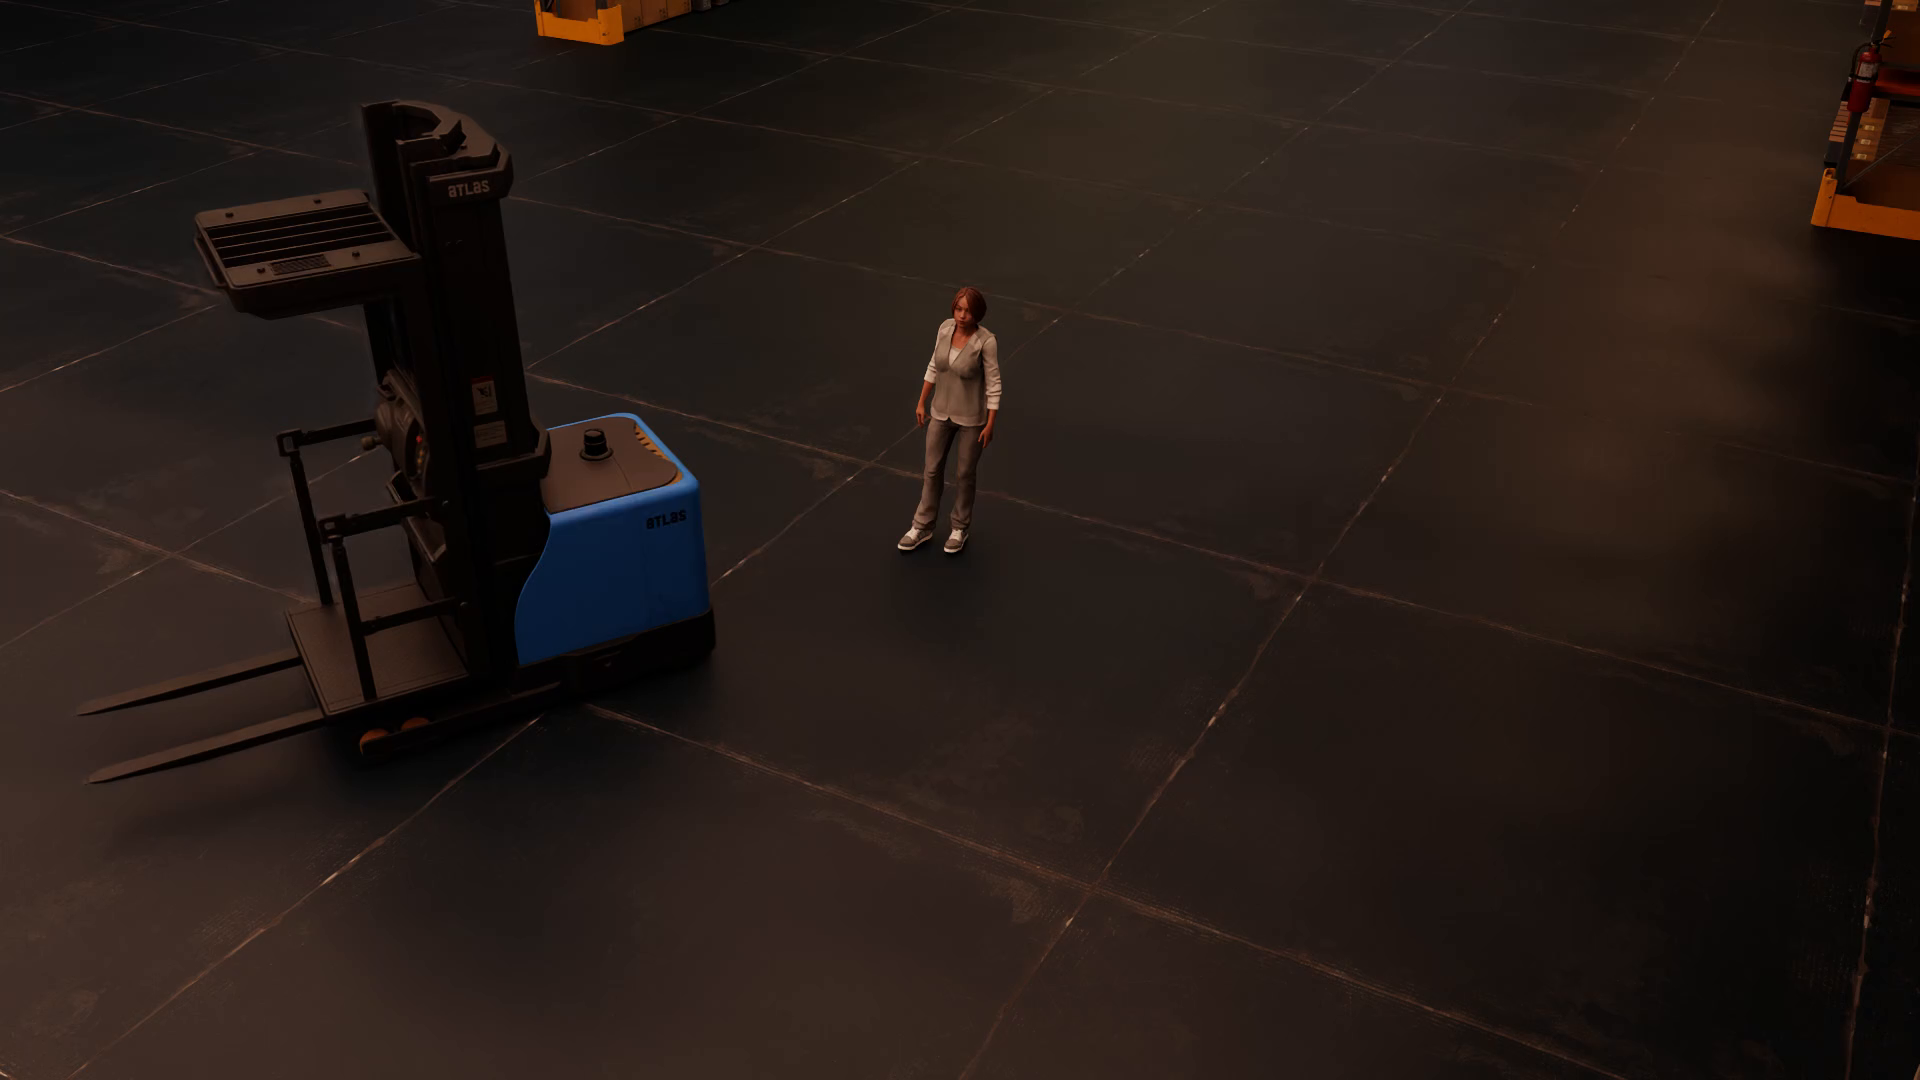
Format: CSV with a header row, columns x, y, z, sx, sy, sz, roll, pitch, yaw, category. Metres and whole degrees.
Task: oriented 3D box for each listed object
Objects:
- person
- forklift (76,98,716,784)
x,y,z,sx,sy,sz,roll,pitch,yaw,category
-0.048,-0.663,9.554,0.521,1.582,0.475,15,33,25,person
-2.842,-0.482,7.905,3.031,2.935,1.130,-16,34,-25,forklift
